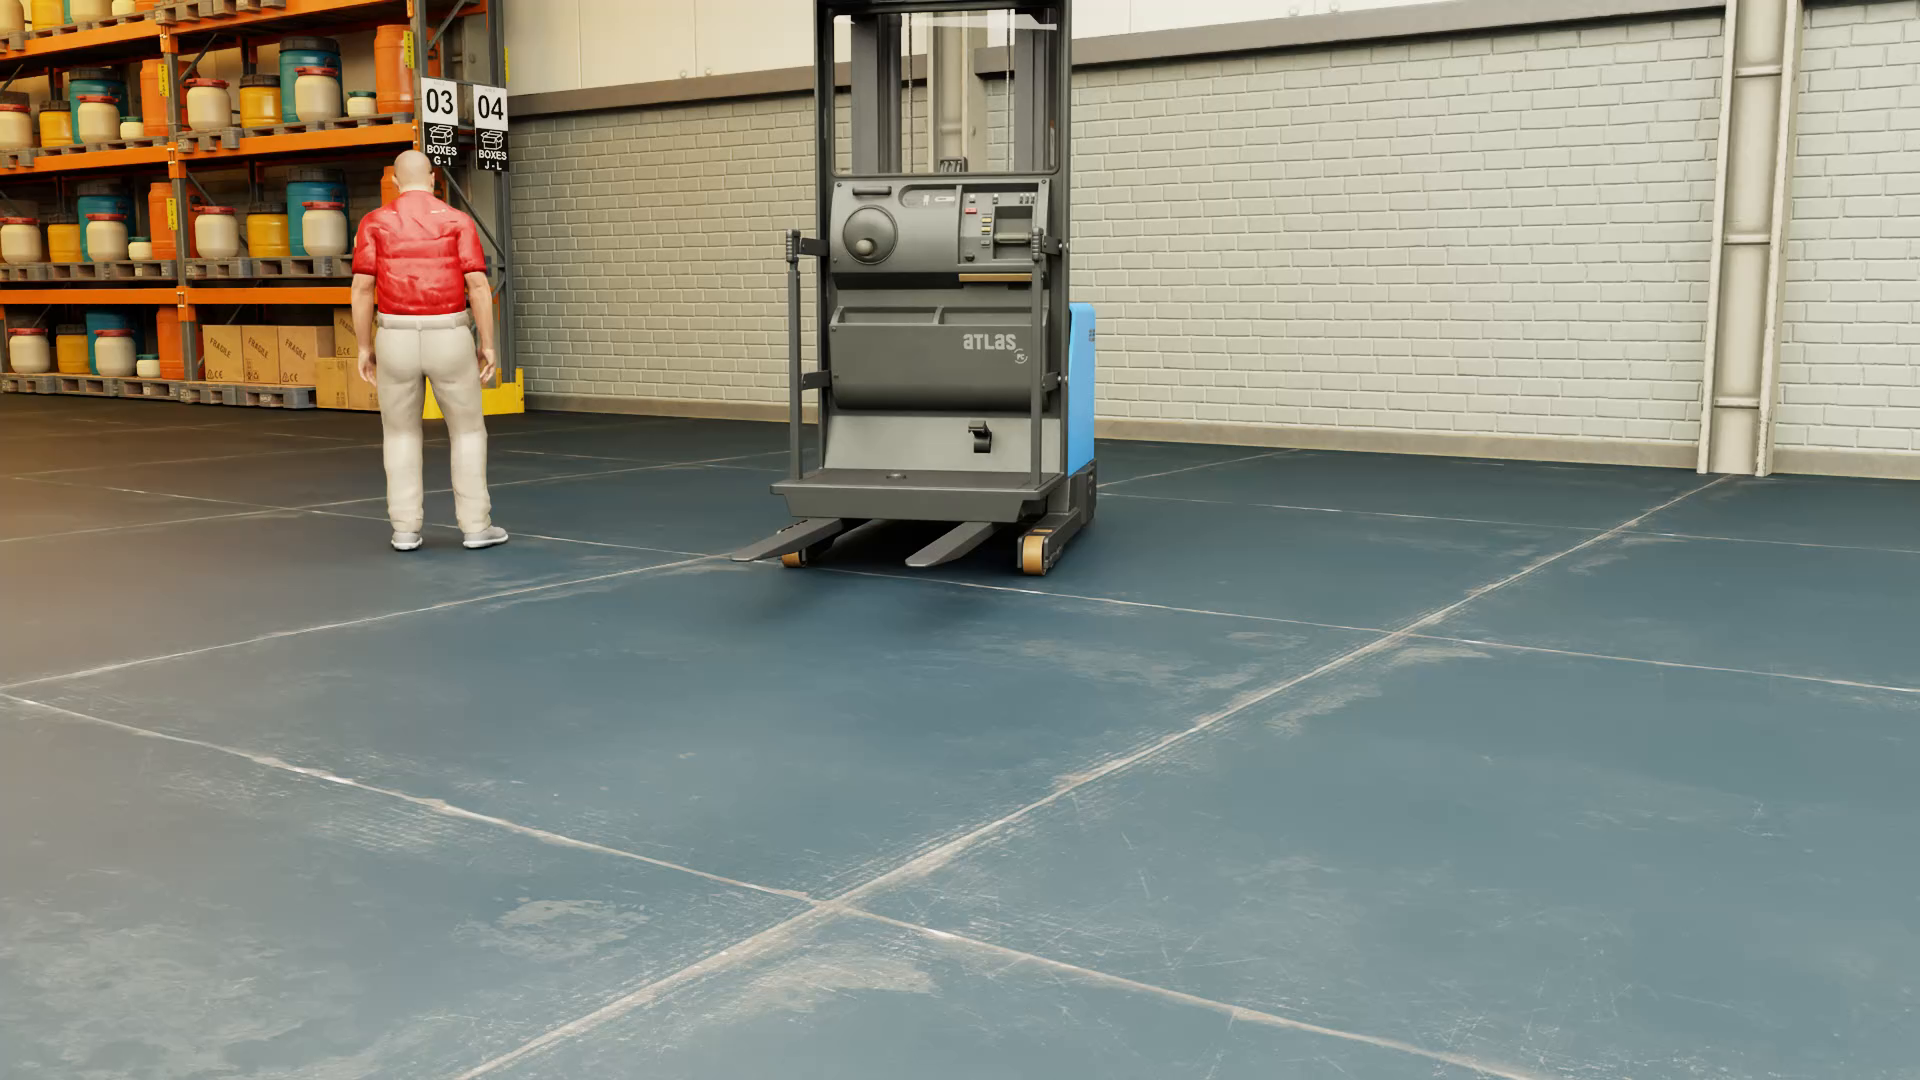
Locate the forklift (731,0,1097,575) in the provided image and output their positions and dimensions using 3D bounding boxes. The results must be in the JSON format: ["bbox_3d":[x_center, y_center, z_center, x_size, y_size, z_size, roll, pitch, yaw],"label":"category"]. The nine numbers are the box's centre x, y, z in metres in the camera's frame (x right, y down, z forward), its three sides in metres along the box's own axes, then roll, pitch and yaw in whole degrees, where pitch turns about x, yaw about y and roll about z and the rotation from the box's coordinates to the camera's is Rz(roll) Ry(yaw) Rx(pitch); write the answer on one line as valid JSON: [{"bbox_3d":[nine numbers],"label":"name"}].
[{"bbox_3d":[-0.129,-1.365,6.789,1.130,2.935,3.031,2,8,12],"label":"forklift"}]

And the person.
[{"bbox_3d":[-2.324,-0.823,7.258,0.599,1.725,0.393,-1,8,-10],"label":"person"}]
